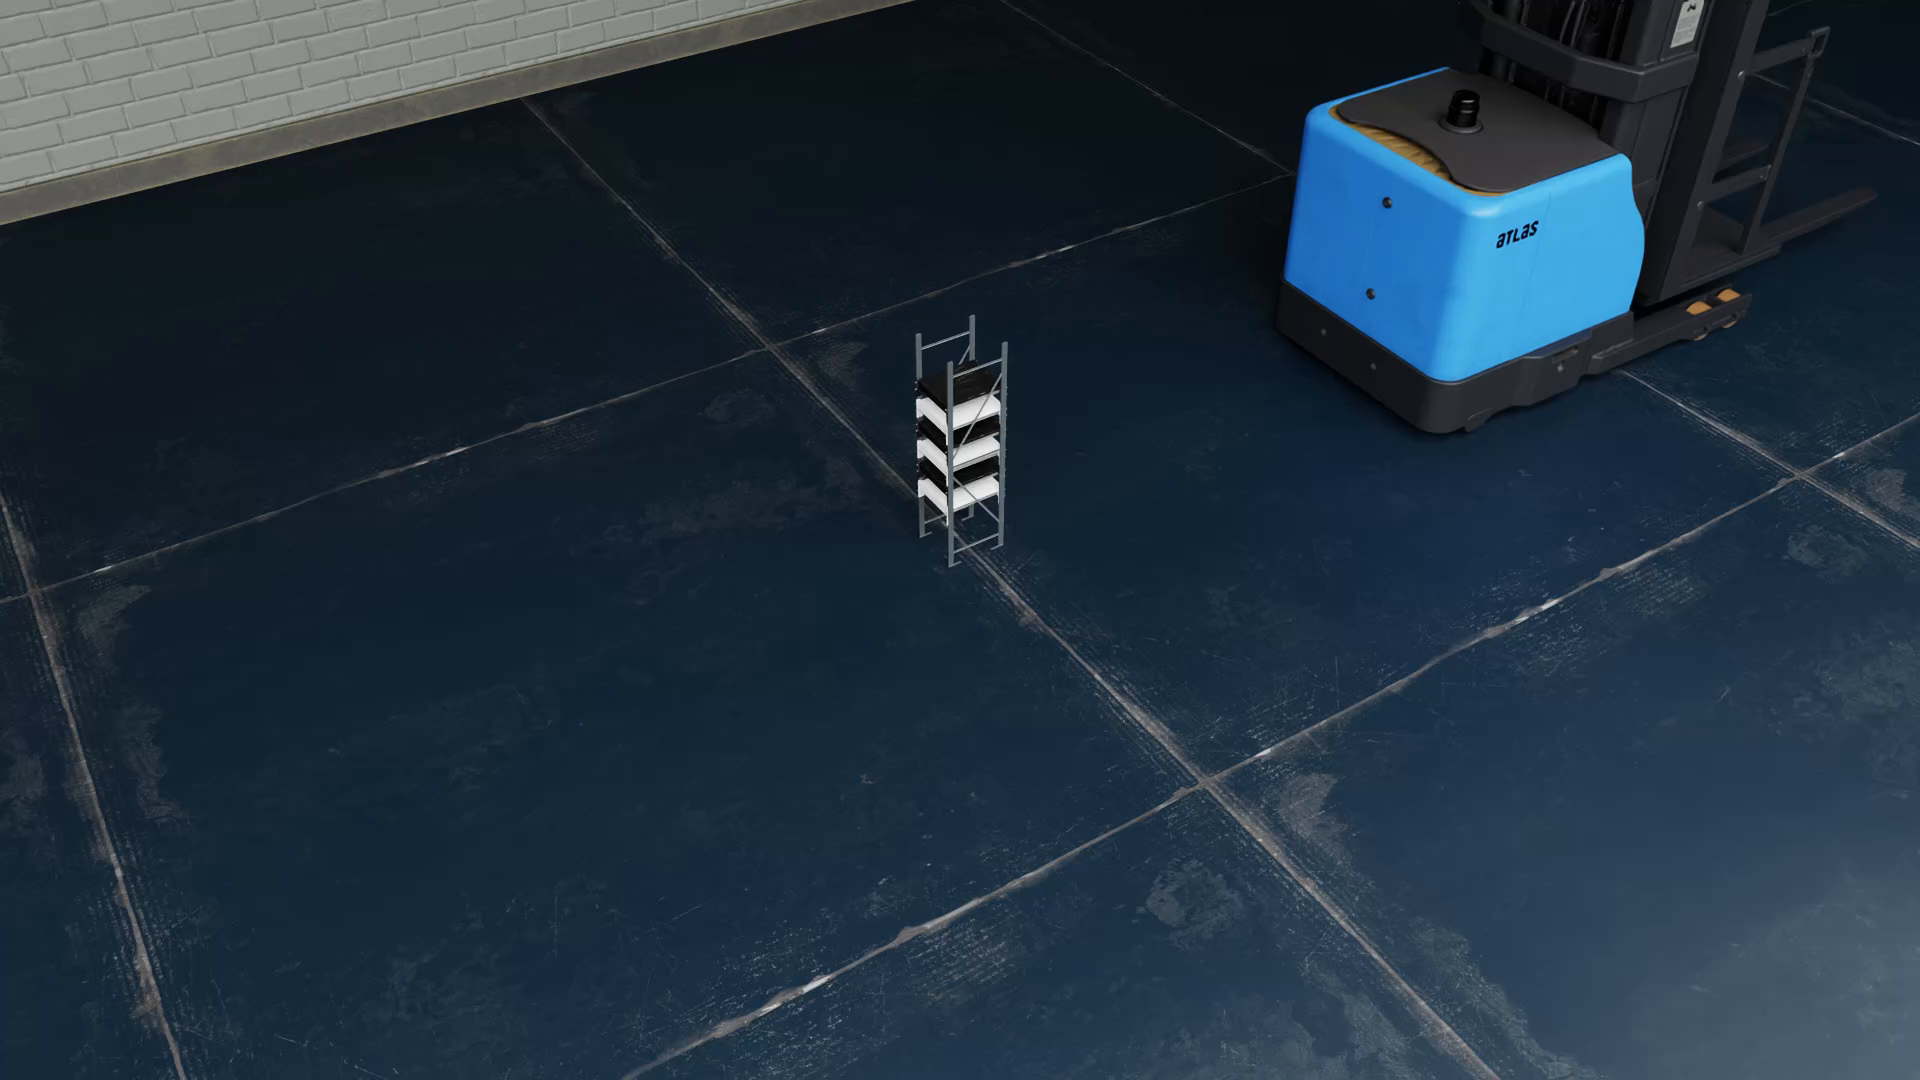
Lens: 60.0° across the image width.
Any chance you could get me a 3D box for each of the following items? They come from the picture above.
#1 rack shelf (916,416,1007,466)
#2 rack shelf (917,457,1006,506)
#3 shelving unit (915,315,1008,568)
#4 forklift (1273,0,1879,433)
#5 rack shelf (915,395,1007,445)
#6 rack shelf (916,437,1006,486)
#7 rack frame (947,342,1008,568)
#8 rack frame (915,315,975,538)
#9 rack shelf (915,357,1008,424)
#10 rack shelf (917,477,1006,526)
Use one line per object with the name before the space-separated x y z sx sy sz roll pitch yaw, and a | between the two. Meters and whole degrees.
rack shelf | 0.004 -0.385 5.920 0.258 0.077 0.200 -22 45 -24
rack shelf | 0.004 -0.247 6.036 0.258 0.077 0.200 -22 45 -24
shelving unit | 0.004 -0.341 5.957 0.258 0.900 0.210 -22 45 -24
forklift | 2.892 -2.267 6.682 3.031 2.935 1.130 -22 44 -24
rack shelf | 0.004 -0.454 5.863 0.258 0.077 0.200 -22 45 -24
rack shelf | 0.004 -0.316 5.978 0.258 0.077 0.200 -22 45 -24
rack frame | 0.059 -0.286 5.891 0.240 0.900 0.006 -22 45 -24
rack frame | -0.050 -0.396 6.023 0.240 0.900 0.006 -22 45 -24
rack shelf | 0.004 -0.523 5.805 0.258 0.077 0.200 -22 45 -24
rack shelf | 0.004 -0.177 6.093 0.258 0.077 0.200 -22 45 -24
